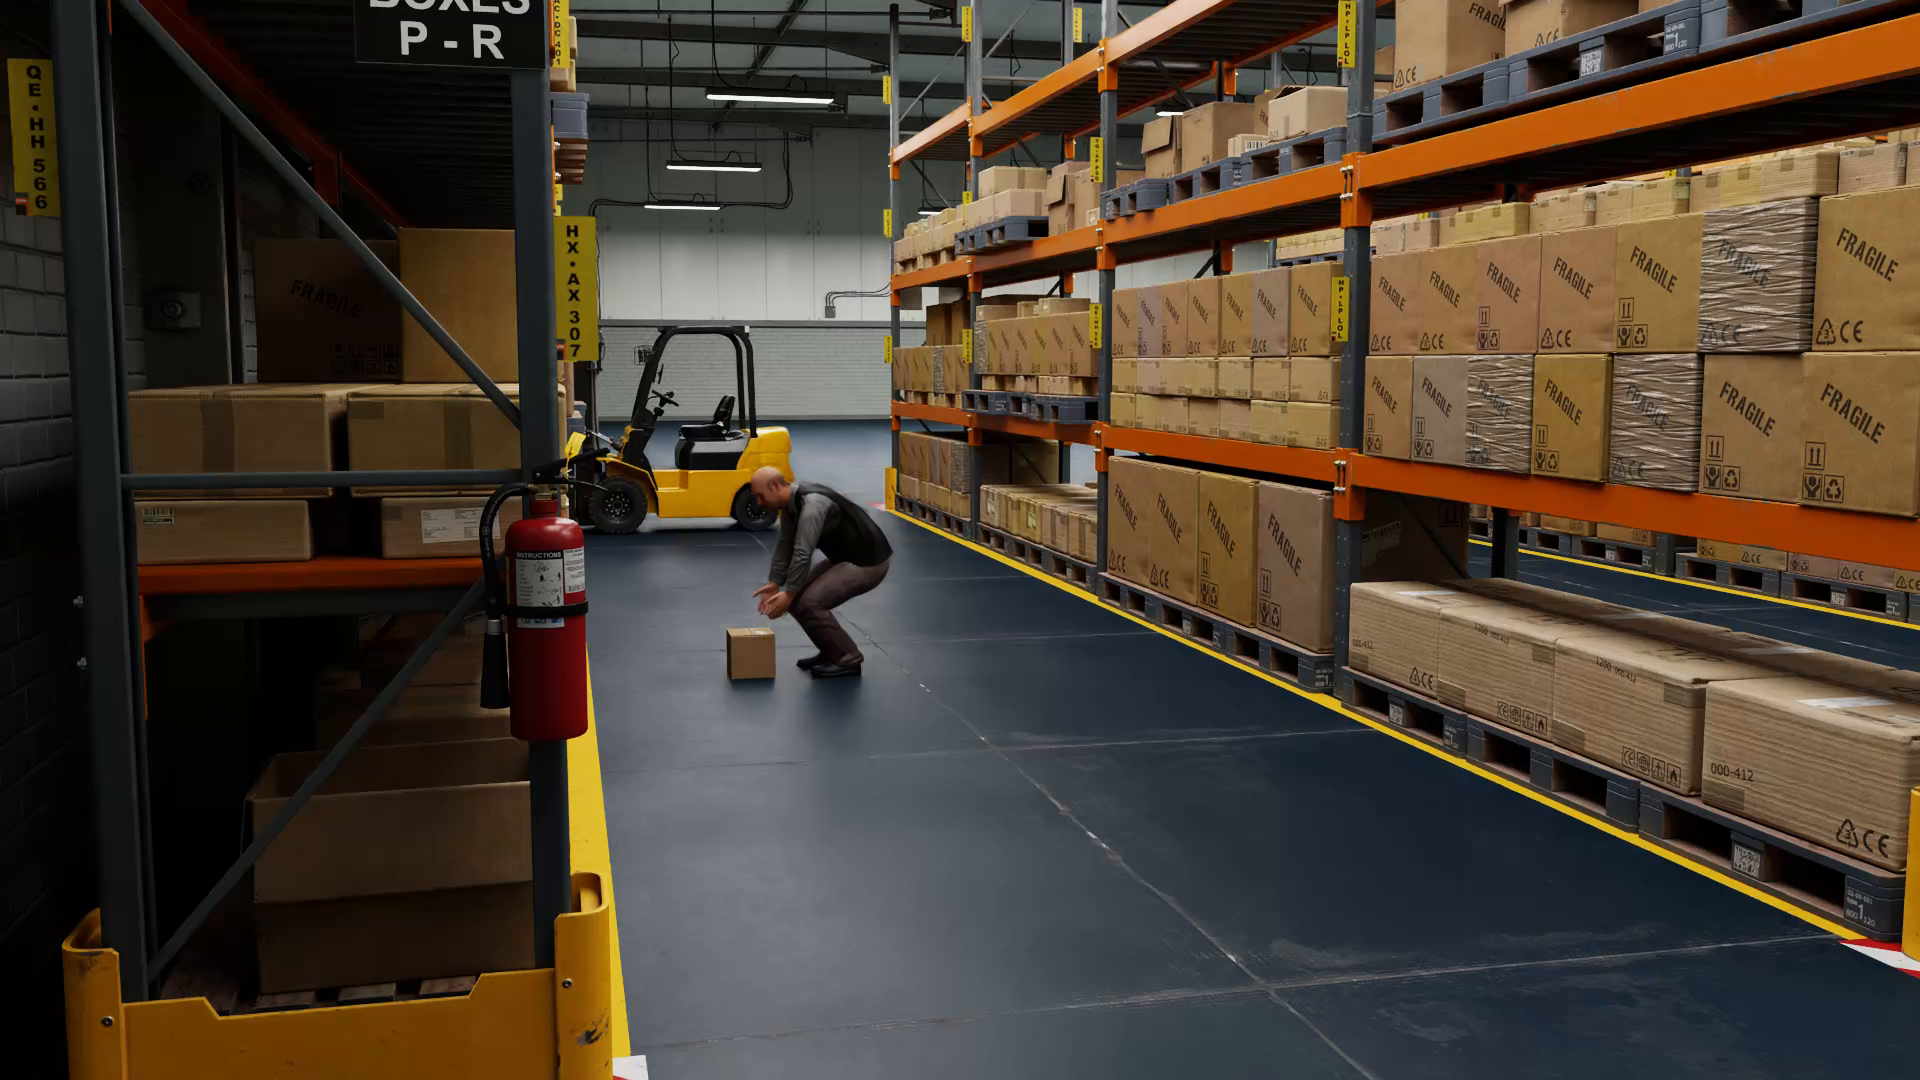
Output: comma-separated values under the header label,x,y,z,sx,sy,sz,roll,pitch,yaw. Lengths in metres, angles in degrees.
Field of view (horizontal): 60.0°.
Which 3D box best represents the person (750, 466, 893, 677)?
label,x,y,z,sx,sy,sz,roll,pitch,yaw
person,-0.787,0.174,9.462,0.805,1.188,0.578,-1,6,-14
